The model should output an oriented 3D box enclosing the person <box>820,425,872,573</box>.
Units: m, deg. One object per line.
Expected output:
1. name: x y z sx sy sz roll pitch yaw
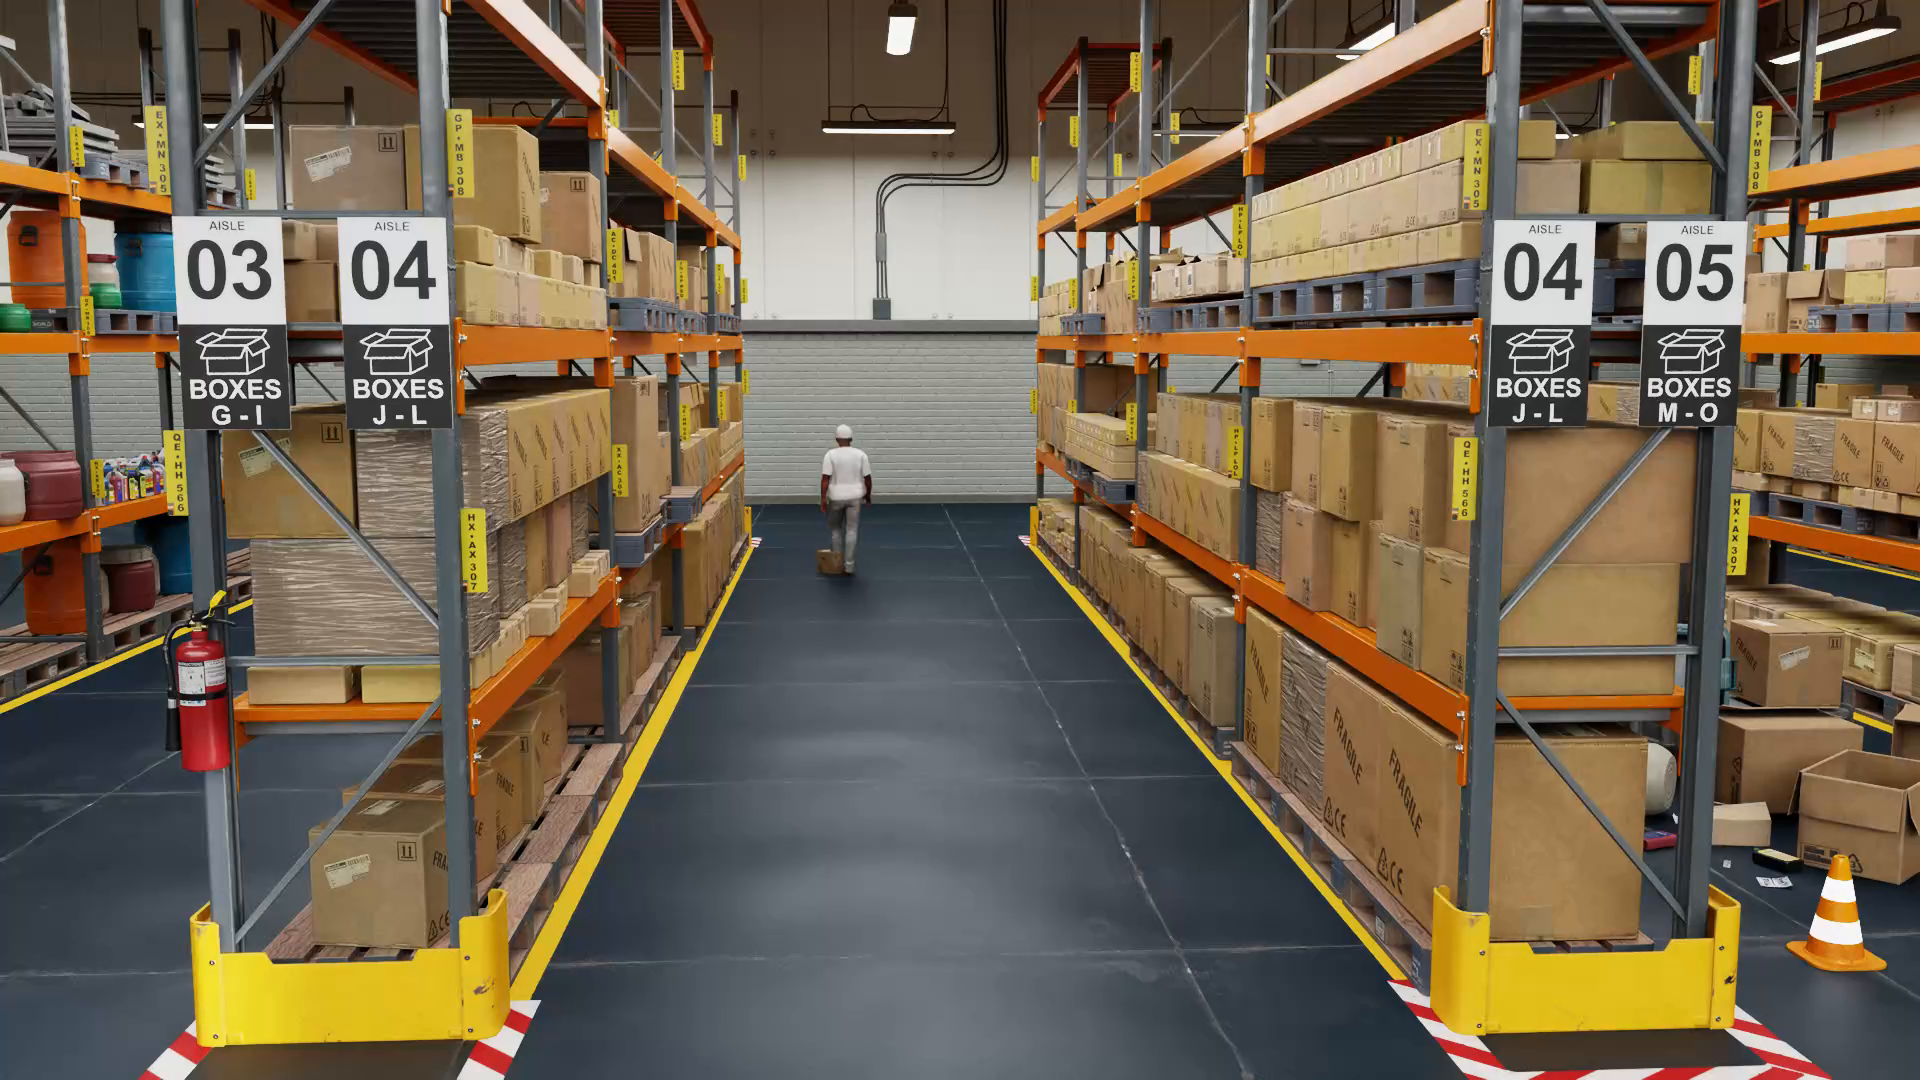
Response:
1. person: -1.351 -0.498 19.726 0.614 1.751 0.889 -1 7 -5
